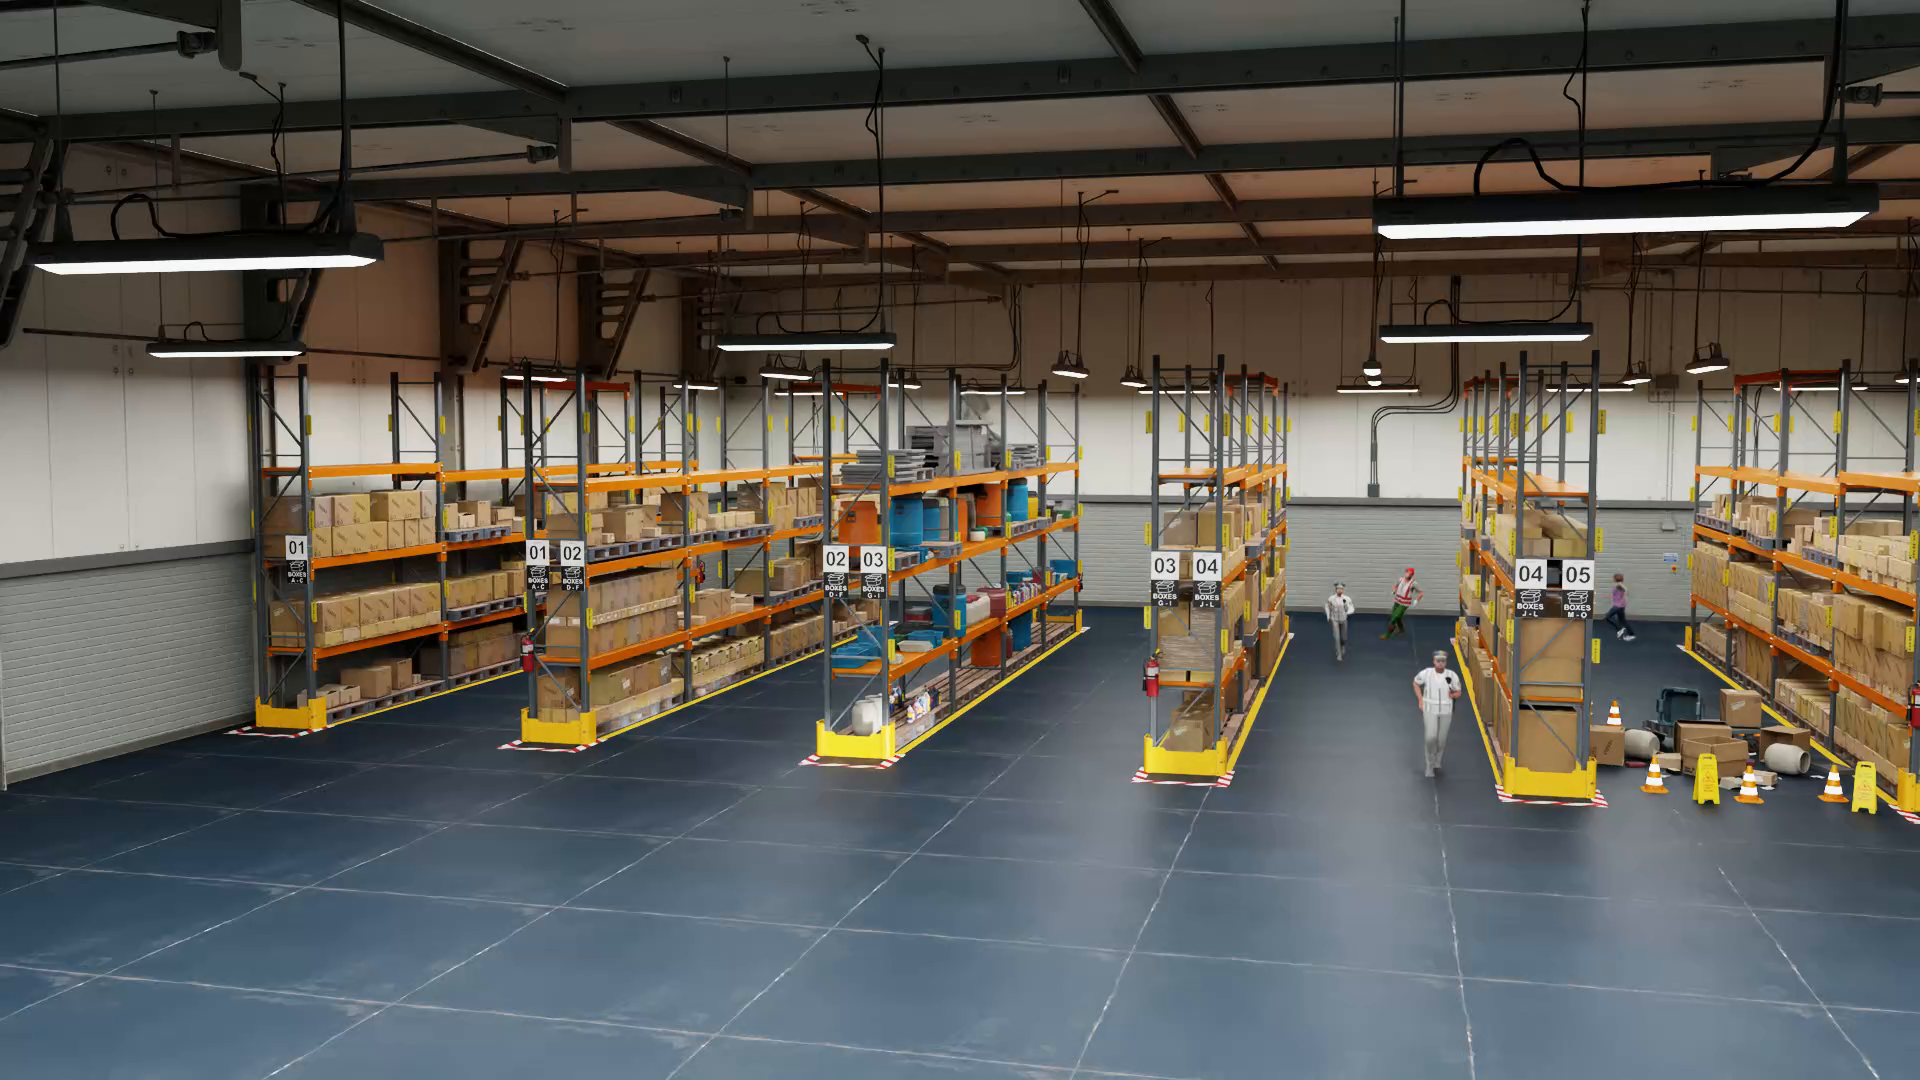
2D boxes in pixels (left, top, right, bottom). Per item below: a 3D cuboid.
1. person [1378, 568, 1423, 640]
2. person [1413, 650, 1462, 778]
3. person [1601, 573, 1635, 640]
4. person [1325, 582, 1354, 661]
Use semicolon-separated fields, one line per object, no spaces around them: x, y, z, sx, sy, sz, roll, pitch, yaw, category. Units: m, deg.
10.202;1.470;38.782;0.933;1.698;0.862;-1;4;-12;person
6.849;2.491;23.817;0.638;1.851;0.791;0;4;6;person
15.289;1.545;38.617;0.757;1.553;0.556;2;4;24;person
8.088;1.719;35.472;0.616;1.664;0.724;1;4;13;person
